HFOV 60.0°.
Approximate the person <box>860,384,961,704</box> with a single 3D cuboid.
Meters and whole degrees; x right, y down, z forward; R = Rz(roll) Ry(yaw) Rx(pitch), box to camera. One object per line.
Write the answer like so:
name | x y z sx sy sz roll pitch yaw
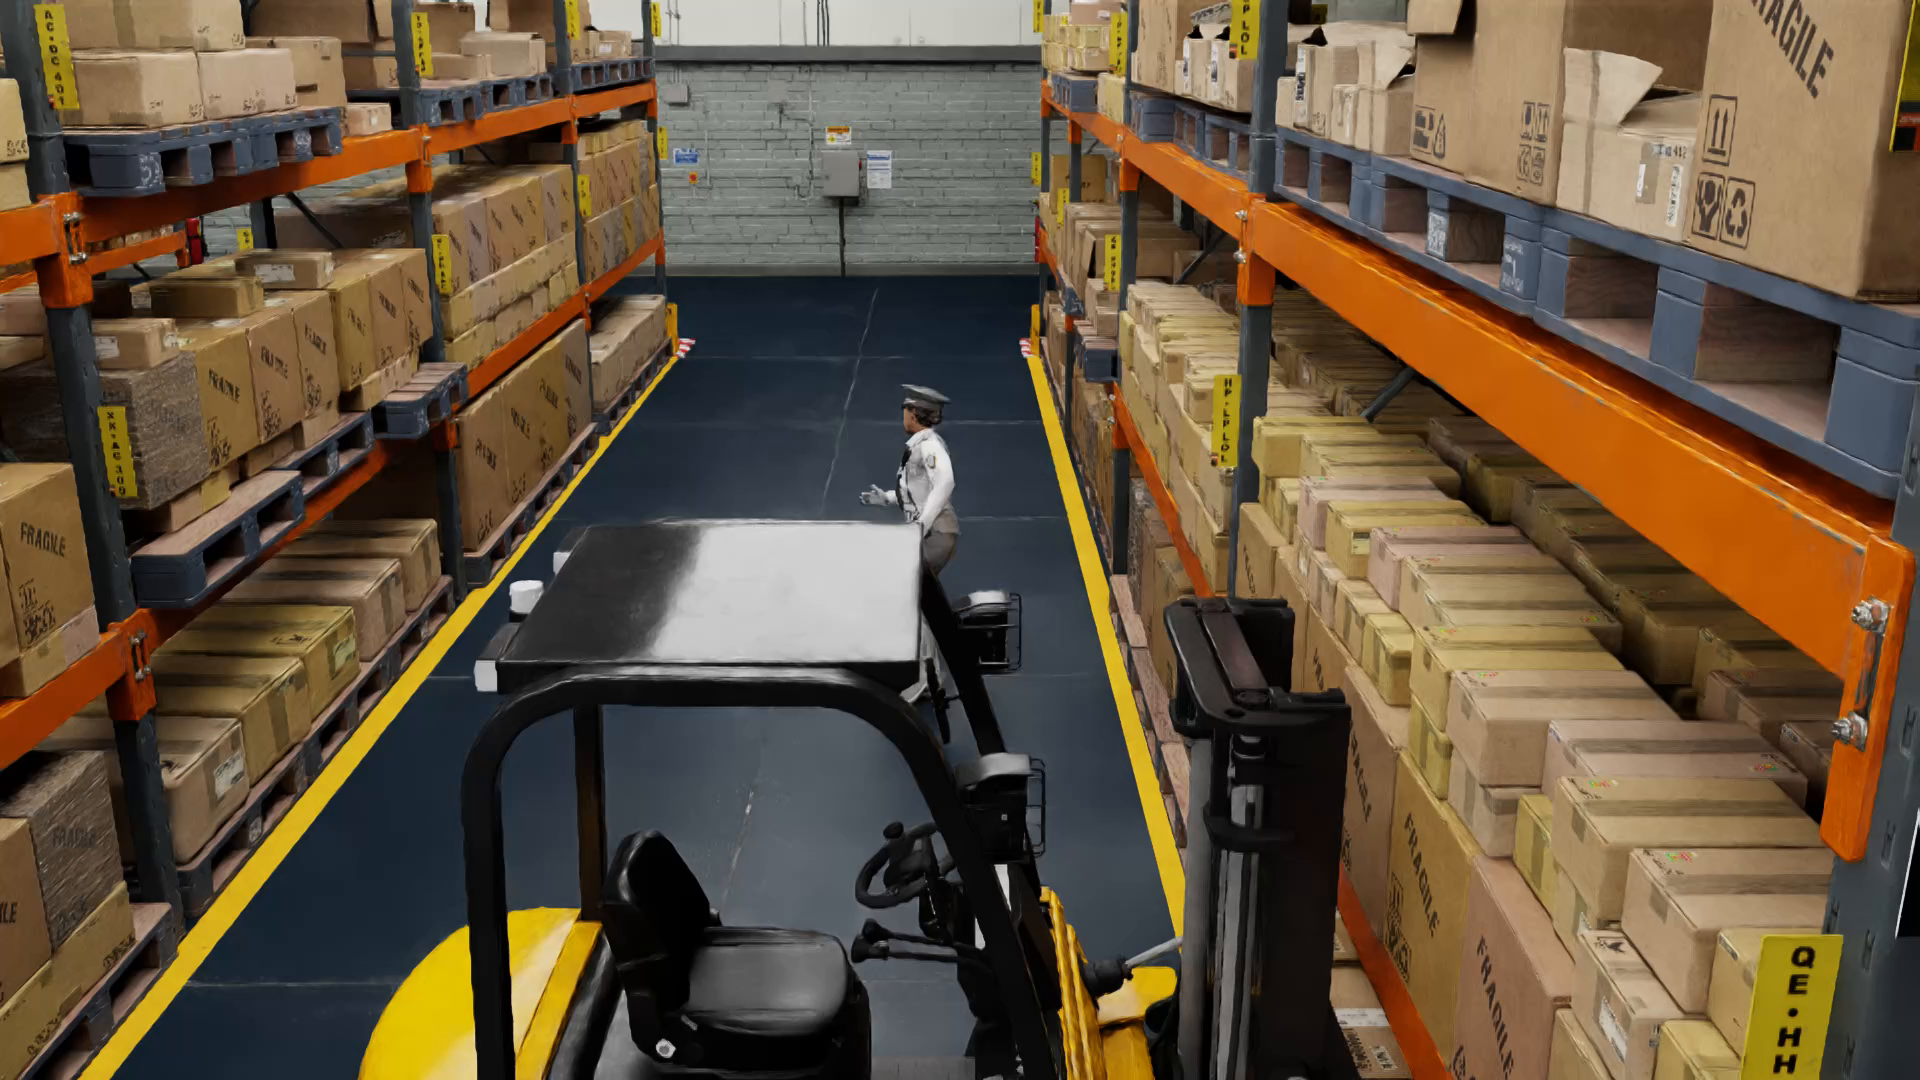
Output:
person | -0.267 0.015 8.658 0.523 1.557 0.859 1 17 3
